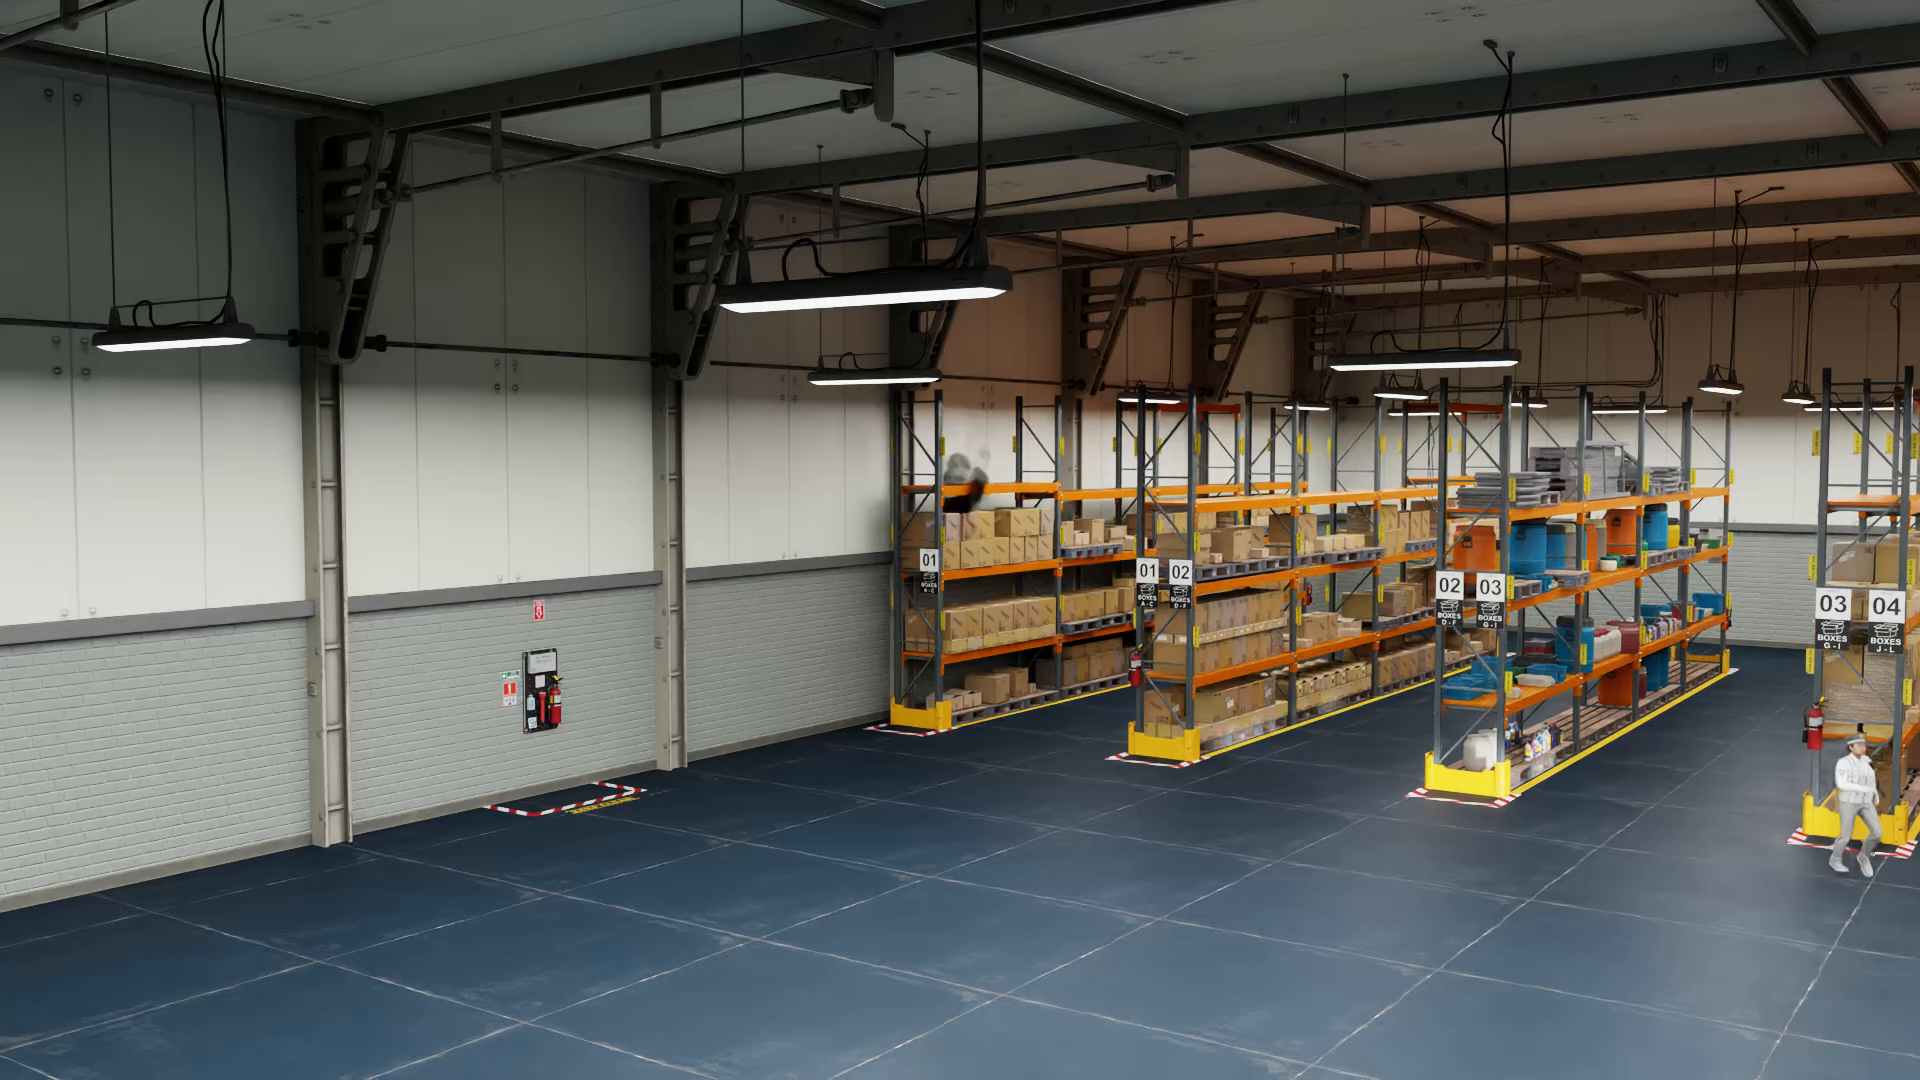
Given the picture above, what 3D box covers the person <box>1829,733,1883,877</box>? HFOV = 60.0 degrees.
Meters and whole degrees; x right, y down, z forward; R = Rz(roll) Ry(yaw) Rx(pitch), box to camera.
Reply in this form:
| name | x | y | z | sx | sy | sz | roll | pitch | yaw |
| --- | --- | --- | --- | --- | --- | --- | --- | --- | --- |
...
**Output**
| name | x | y | z | sx | sy | sz | roll | pitch | yaw |
| --- | --- | --- | --- | --- | --- | --- | --- | --- | --- |
| person | 10.447 | 3.075 | 19.310 | 0.605 | 1.683 | 0.670 | 0 | 3 | -5 |
